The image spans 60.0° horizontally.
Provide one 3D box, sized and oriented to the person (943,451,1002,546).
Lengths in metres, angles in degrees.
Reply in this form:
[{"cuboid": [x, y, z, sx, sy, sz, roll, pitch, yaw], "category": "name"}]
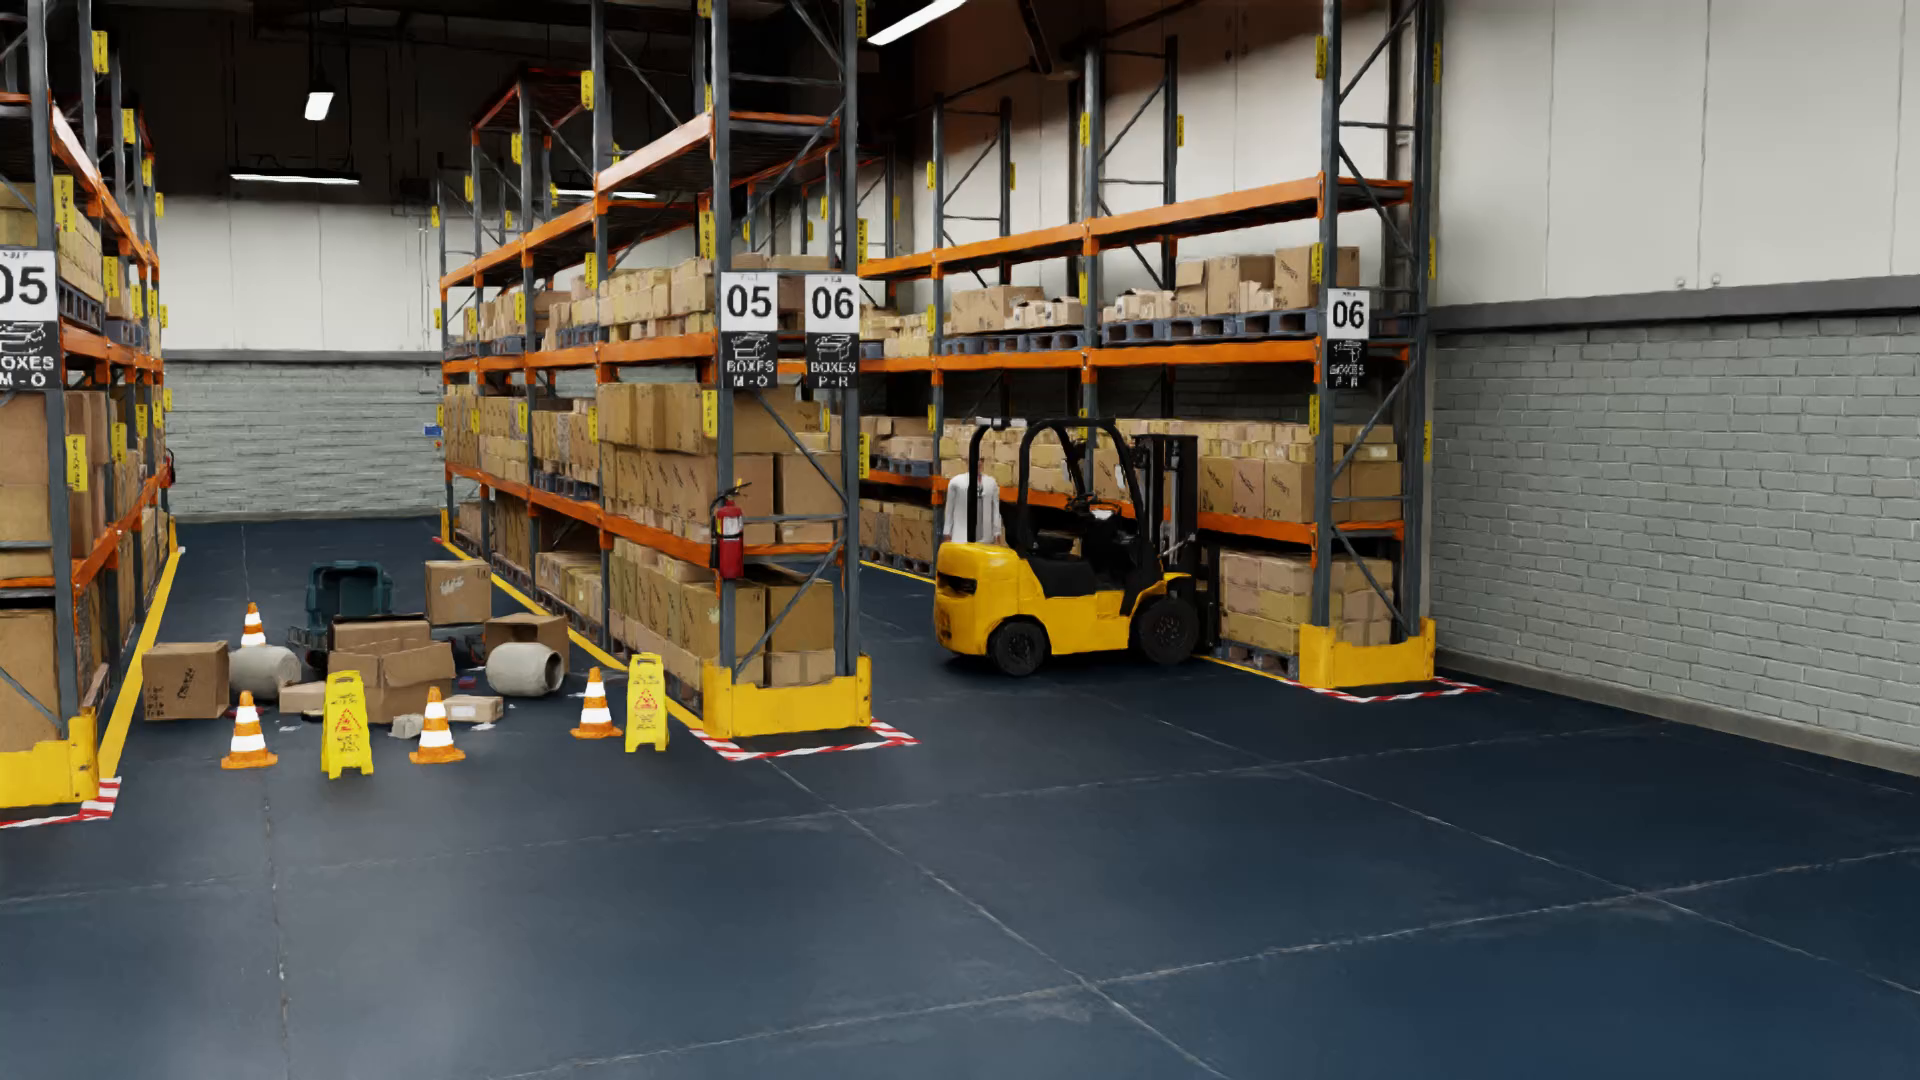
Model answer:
[{"cuboid": [0.163, -0.023, 16.827, 0.583, 1.779, 0.645, -2, 6, -20], "category": "person"}]
